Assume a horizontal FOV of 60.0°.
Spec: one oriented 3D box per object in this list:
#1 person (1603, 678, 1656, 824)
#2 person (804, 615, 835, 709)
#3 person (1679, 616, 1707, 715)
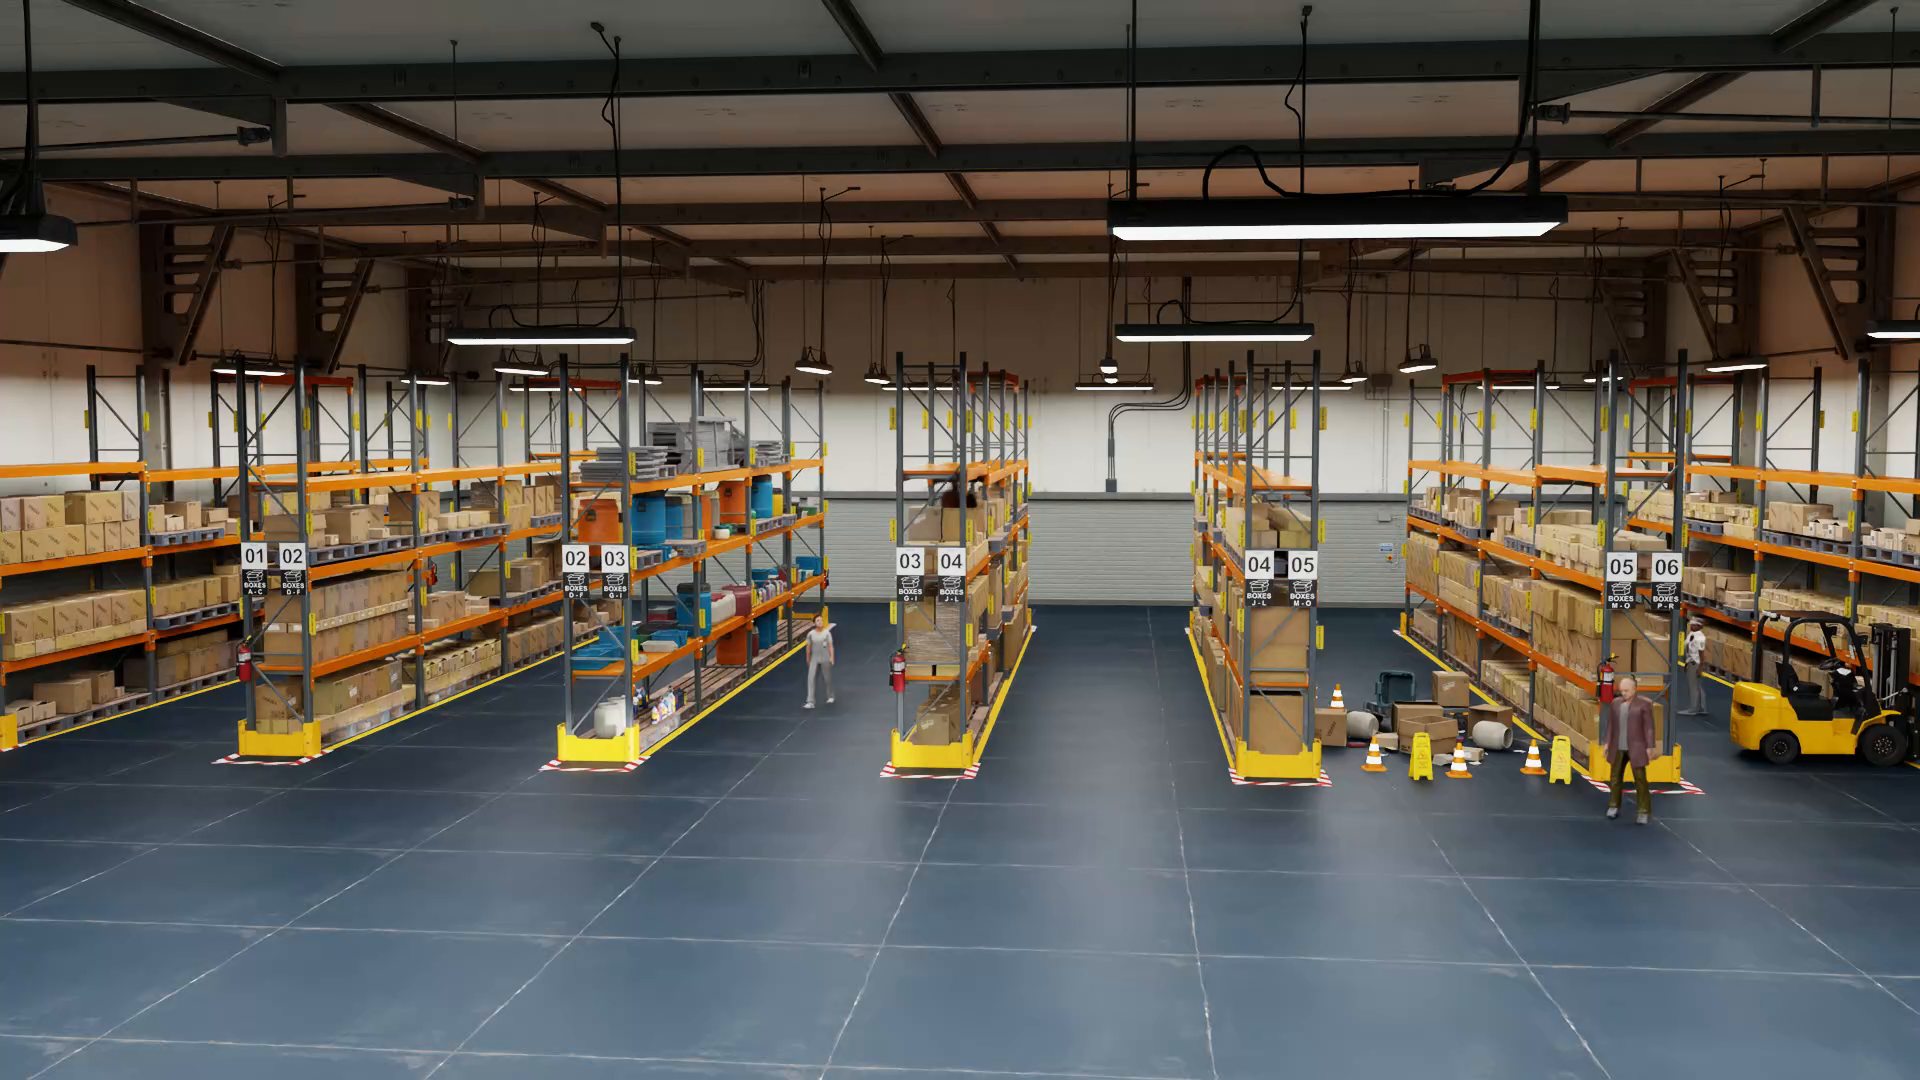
[{"bbox_3d":[8.407,2.625,20.935,0.402,1.781,0.670,-3,5,-40],"label":"person"},{"bbox_3d":[-2.436,2.117,29.100,0.570,1.612,1.012,1,4,15],"label":"person"},{"bbox_3d":[12.567,2.152,28.450,0.435,1.680,0.478,2,5,26],"label":"person"}]
